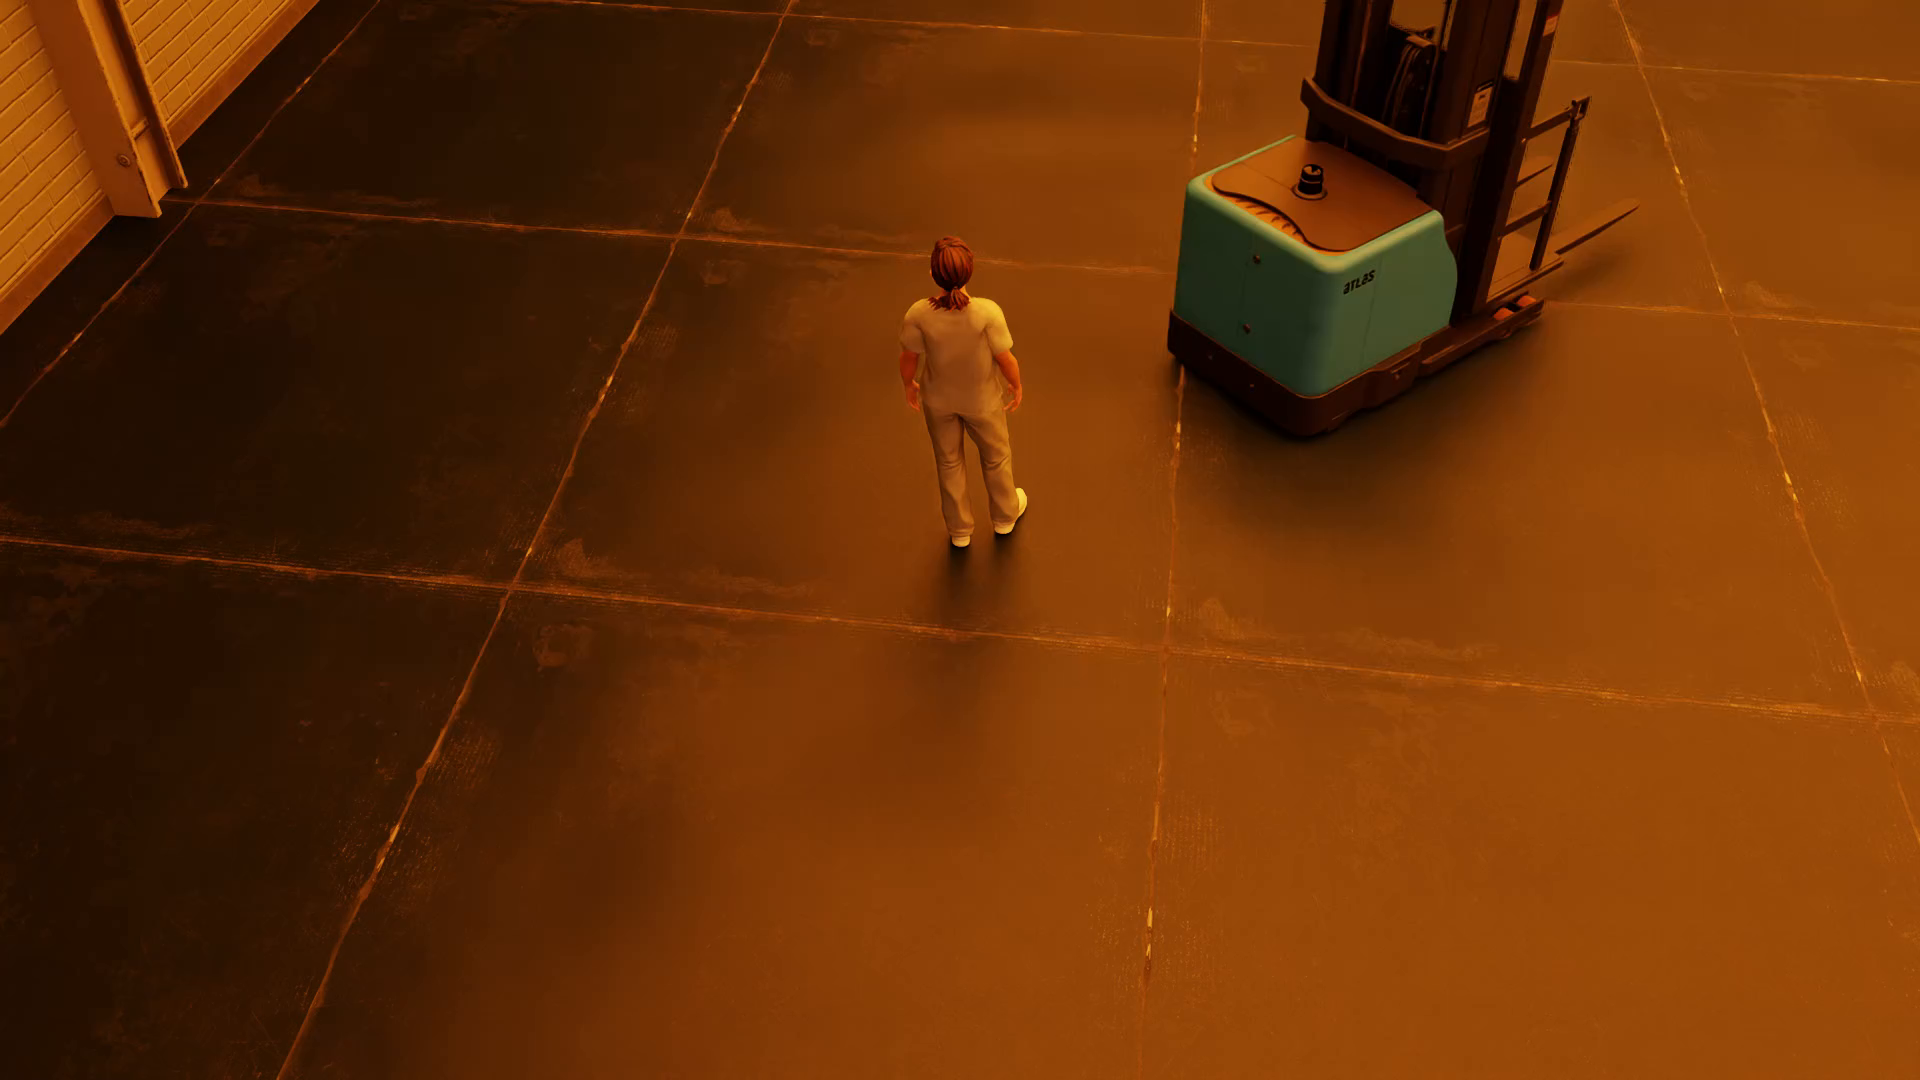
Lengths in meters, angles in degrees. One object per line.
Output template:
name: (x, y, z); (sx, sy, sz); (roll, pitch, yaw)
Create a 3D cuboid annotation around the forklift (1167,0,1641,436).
forklift: (2.581, -2.431, 8.371); (3.031, 2.935, 1.130); (-28, 49, -27)

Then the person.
person: (0.023, -0.671, 7.372); (0.550, 1.673, 0.548); (5, 43, 6)
